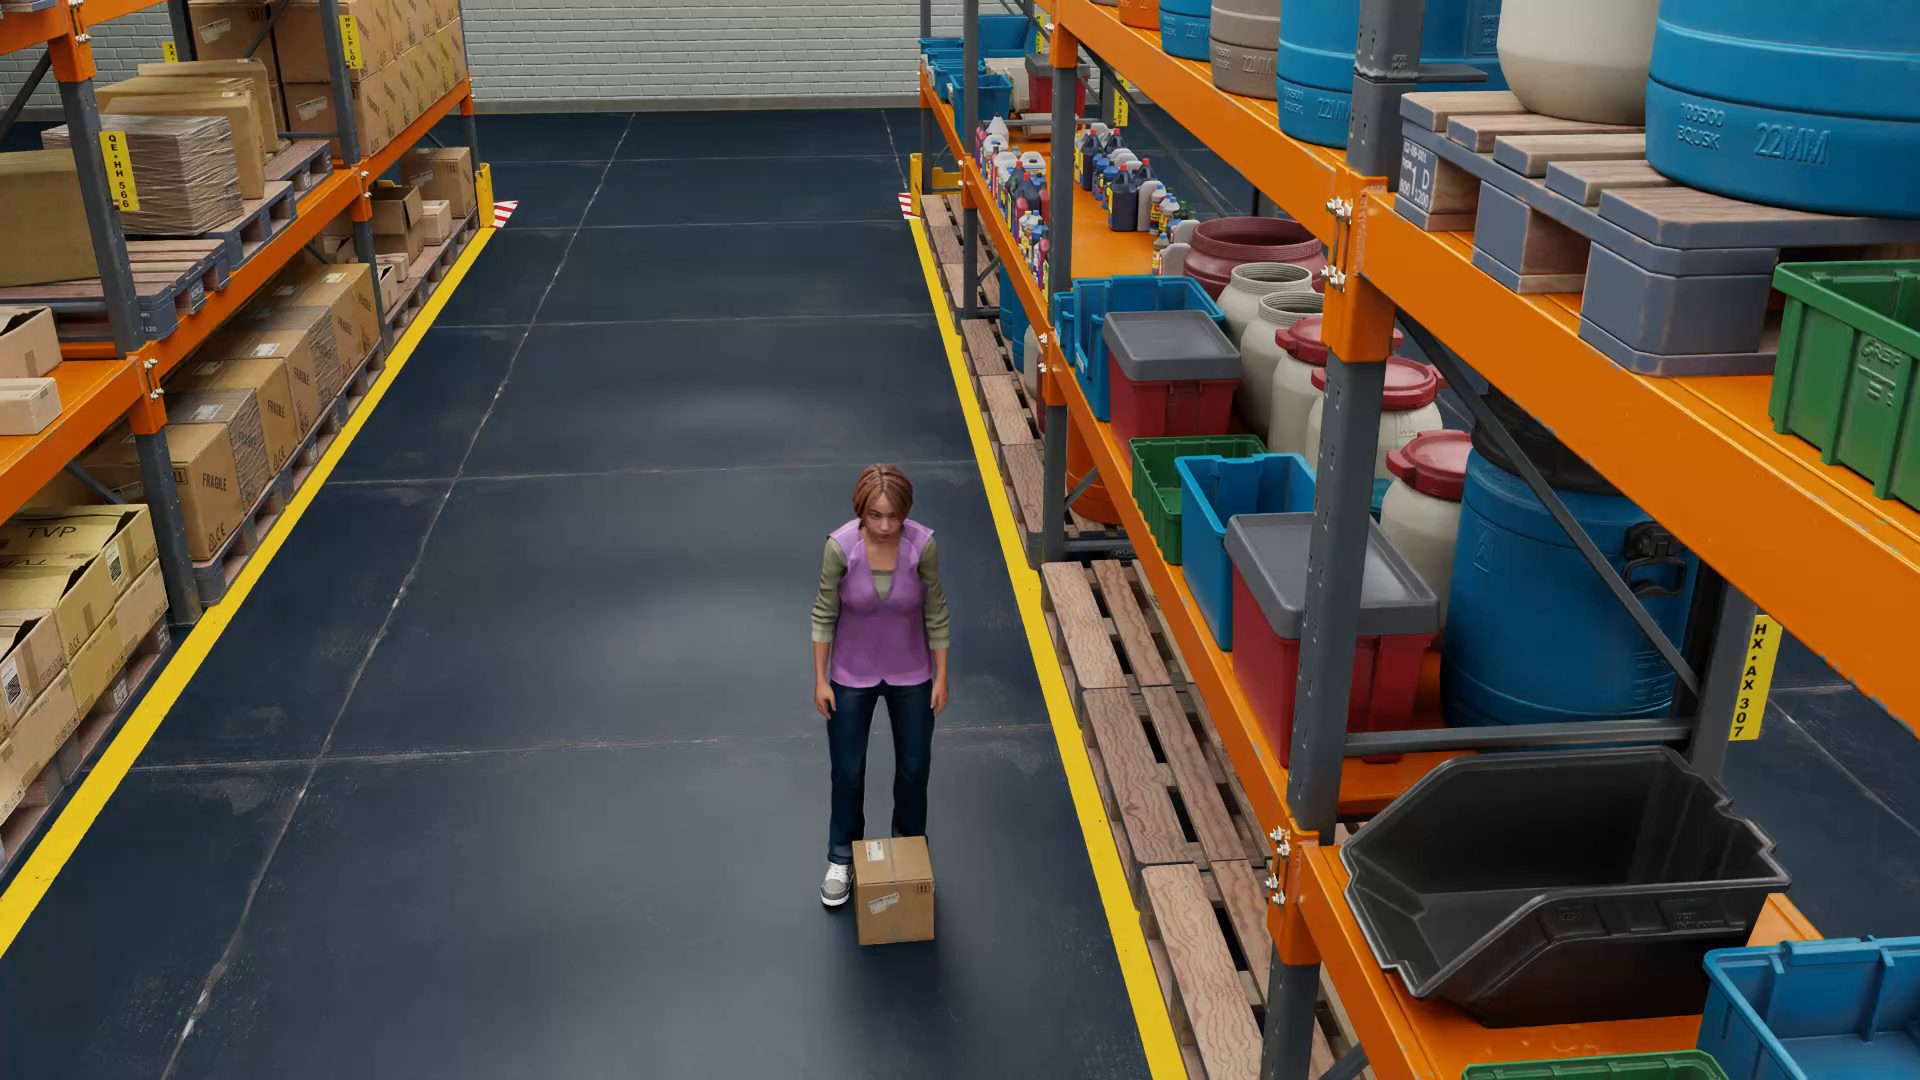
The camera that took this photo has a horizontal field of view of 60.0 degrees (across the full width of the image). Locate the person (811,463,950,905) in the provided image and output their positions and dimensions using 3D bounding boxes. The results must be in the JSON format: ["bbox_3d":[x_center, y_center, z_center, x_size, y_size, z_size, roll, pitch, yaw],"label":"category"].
[{"bbox_3d":[-0.261,0.474,5.554,0.463,1.593,0.344,-2,24,-5],"label":"person"}]
